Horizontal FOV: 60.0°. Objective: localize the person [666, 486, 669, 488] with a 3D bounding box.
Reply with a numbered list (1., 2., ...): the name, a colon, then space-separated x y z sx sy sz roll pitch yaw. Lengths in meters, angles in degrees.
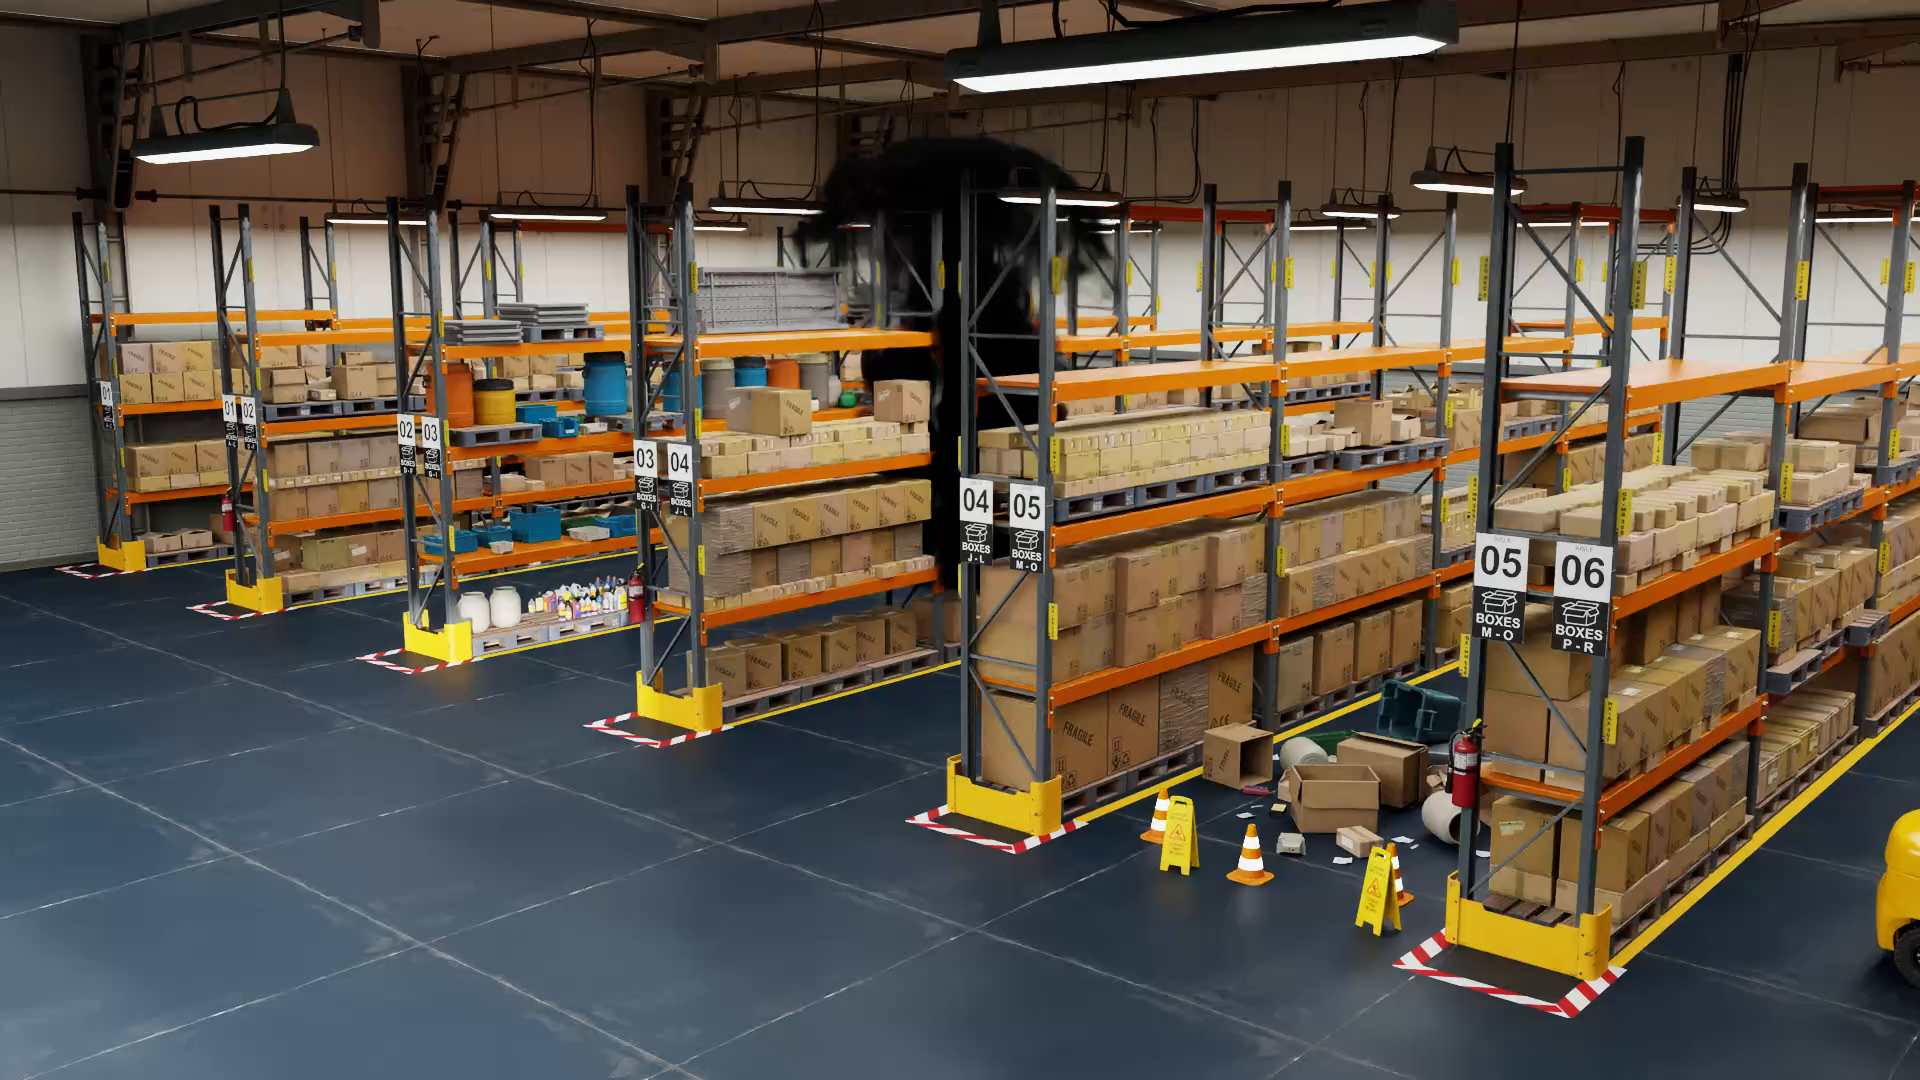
1. person: -5.741 -1.198 33.532 0.561 1.619 0.588 6 11 34
